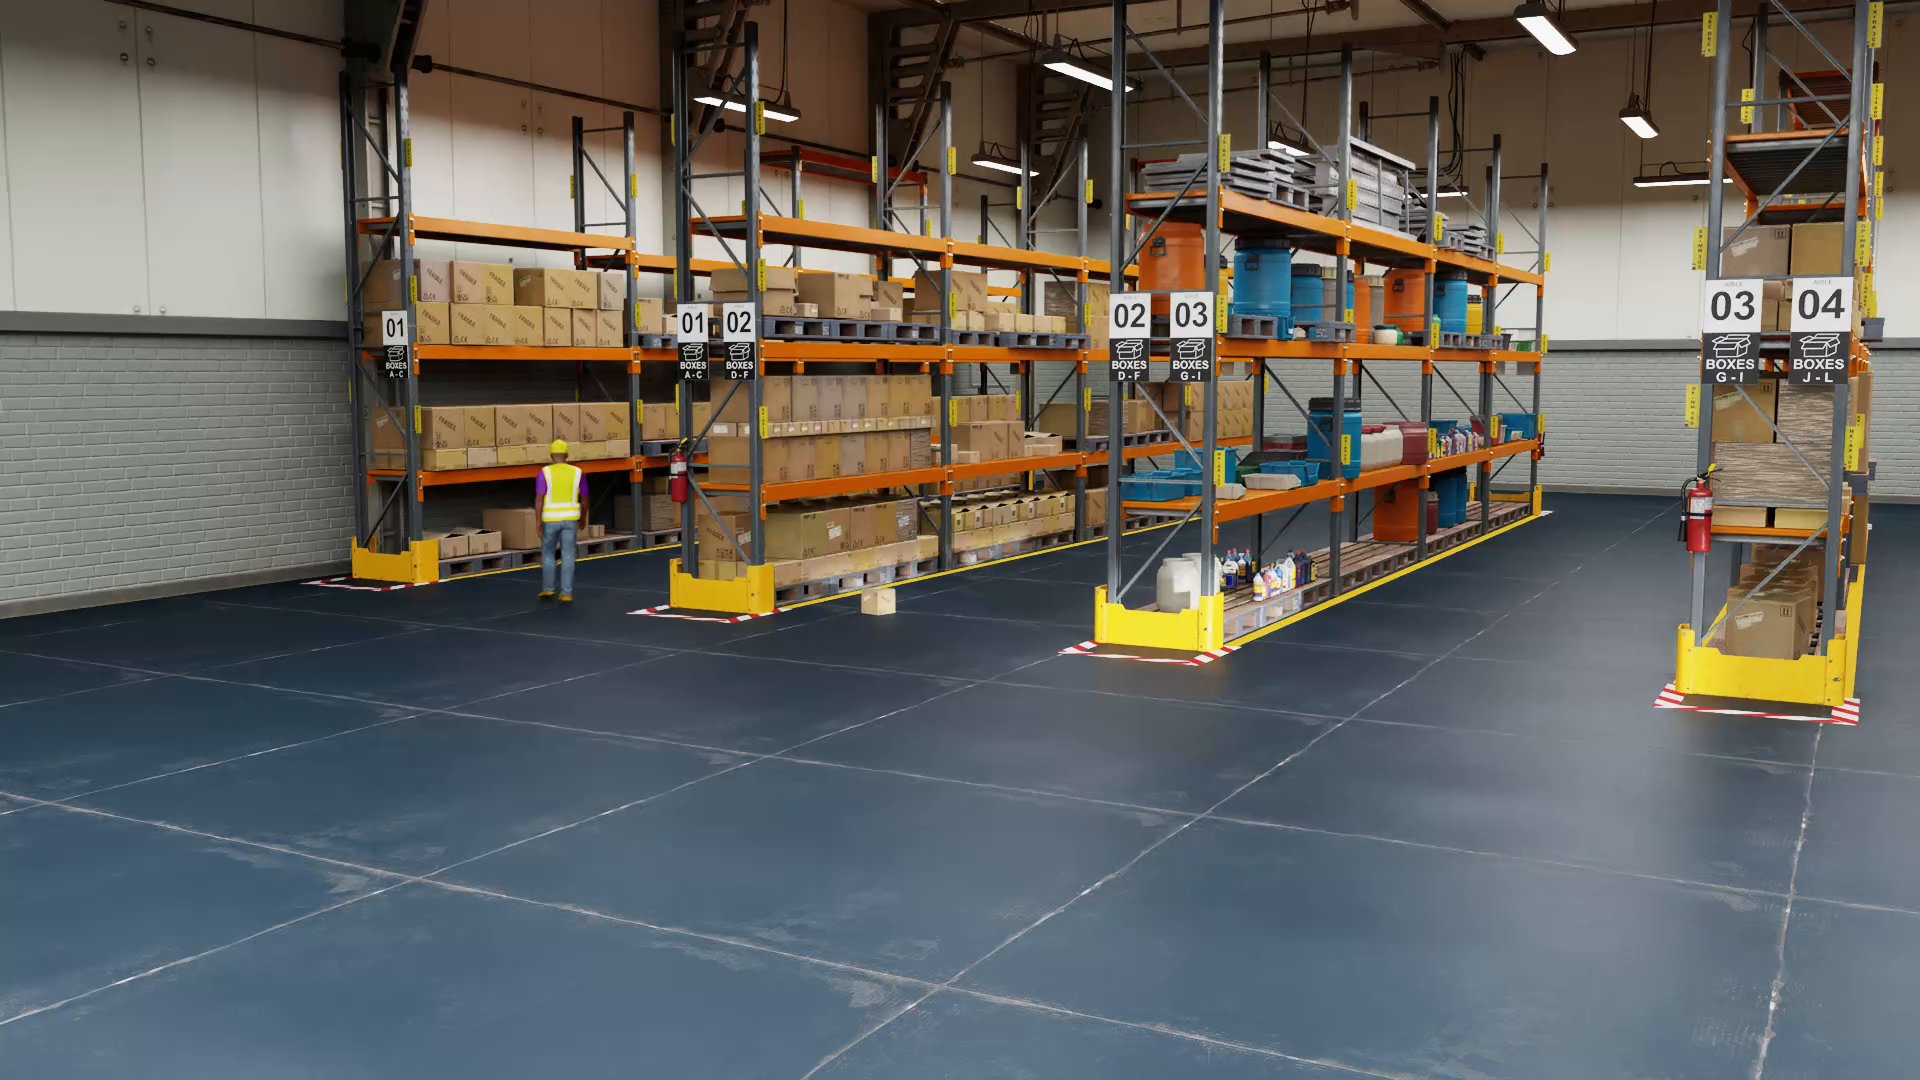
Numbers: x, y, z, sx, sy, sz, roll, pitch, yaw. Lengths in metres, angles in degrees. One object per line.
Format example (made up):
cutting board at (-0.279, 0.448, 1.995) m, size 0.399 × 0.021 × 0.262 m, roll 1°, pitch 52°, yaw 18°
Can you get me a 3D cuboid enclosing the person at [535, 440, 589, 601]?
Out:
person at (-4.324, -0.214, 18.038) m, size 0.595 × 1.753 × 0.893 m, roll -2°, pitch 6°, yaw -21°
